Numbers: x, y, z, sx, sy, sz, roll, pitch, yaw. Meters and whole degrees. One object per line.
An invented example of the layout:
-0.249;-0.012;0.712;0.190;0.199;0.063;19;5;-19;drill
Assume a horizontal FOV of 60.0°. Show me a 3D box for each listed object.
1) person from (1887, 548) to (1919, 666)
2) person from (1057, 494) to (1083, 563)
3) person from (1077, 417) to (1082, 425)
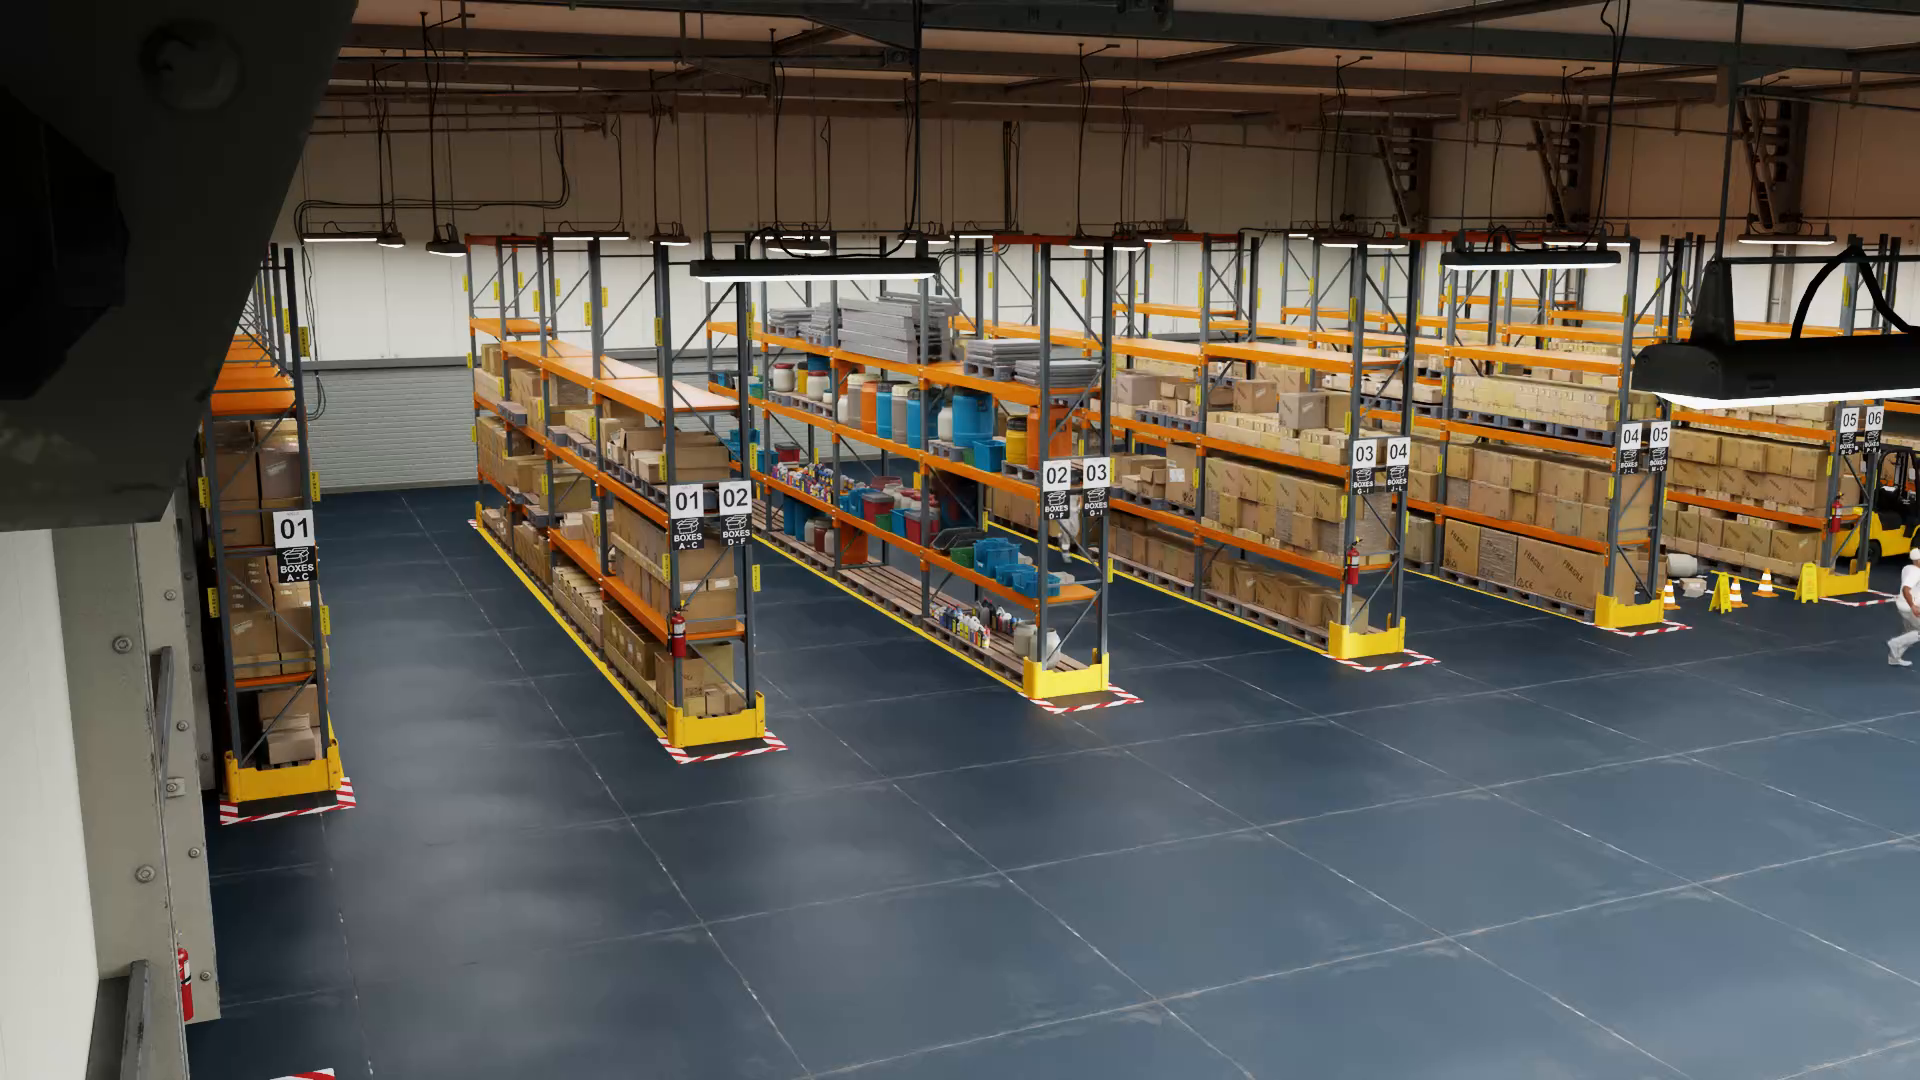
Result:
13.581;0.960;23.673;0.621;1.710;0.690;4;12;18;person
1.874;-0.497;29.556;0.659;1.767;0.675;-4;12;-18;person
2.897;-2.289;40.758;0.602;1.562;0.874;5;12;25;person
